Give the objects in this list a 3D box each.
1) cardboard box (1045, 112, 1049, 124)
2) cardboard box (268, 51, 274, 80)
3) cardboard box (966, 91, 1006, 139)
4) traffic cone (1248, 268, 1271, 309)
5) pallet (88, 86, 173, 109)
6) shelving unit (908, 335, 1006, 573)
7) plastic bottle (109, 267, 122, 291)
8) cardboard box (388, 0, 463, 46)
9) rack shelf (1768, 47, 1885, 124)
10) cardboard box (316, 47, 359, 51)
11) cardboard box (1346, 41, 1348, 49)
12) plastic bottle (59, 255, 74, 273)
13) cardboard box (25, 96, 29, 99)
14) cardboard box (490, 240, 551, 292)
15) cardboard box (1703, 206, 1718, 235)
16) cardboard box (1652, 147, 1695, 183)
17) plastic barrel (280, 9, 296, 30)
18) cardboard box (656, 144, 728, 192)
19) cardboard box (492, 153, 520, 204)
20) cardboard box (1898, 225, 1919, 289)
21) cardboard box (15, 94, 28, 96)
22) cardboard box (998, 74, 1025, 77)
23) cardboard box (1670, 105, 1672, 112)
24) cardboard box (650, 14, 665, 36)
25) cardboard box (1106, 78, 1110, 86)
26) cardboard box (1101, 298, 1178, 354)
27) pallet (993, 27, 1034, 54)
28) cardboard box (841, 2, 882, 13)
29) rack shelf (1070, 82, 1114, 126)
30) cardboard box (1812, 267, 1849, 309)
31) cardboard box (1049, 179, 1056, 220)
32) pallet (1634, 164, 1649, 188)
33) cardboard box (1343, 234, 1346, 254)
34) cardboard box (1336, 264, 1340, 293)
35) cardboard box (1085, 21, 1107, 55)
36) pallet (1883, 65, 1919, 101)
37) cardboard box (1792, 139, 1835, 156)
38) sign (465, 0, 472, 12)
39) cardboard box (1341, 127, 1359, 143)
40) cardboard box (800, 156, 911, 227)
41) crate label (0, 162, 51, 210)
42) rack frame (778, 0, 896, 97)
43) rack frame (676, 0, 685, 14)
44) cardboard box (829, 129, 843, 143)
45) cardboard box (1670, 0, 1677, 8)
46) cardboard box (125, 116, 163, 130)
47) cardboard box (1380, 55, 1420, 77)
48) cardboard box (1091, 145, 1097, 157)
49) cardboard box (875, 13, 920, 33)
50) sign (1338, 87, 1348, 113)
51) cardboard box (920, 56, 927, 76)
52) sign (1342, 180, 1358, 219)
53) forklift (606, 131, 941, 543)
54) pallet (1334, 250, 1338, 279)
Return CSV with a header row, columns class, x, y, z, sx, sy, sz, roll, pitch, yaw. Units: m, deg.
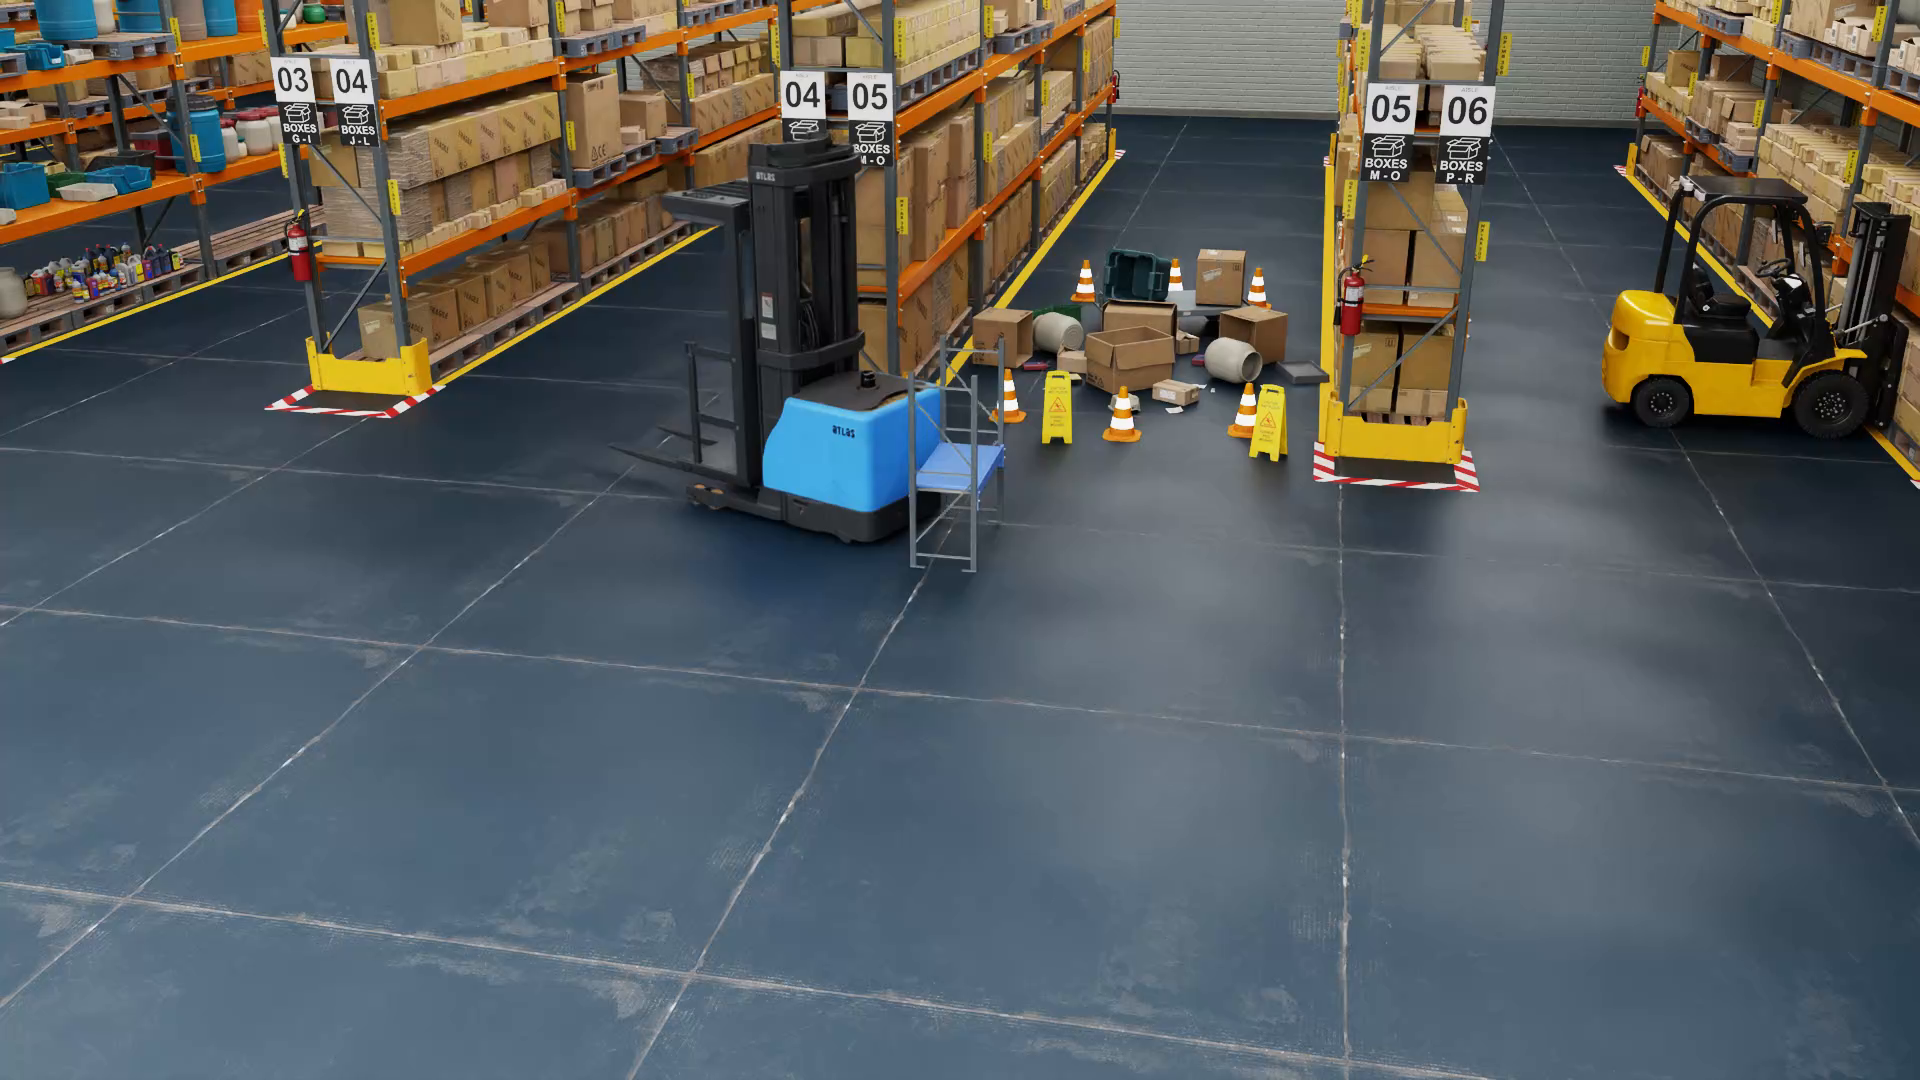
class,x,y,z,sx,sy,sz,roll,pitch,yaw
cardboard box,1.032,-5.917,23.304,0.380,0.149,0.250,5,23,13
cardboard box,-12.559,-8.611,30.087,0.500,0.500,0.500,4,22,11
cardboard box,0.170,-5.182,20.232,0.700,0.500,0.500,4,22,10
traffic cone,3.513,-2.975,19.621,0.336,0.463,0.334,4,22,11
pallet,-13.560,-7.189,26.945,1.003,0.211,1.213,4,22,11
shelving unit,-0.013,-0.664,12.494,0.538,1.500,1.048,5,22,11
plastic bottle,-9.929,-3.075,19.538,0.097,0.271,0.097,0,22,0
cardboard box,-5.320,-5.214,16.568,0.500,0.500,0.500,4,22,11
rack shelf,9.899,-5.003,18.210,1.077,0.370,4.000,4,22,11
cardboard box,-6.020,-4.711,16.187,0.380,0.149,0.250,3,22,9
cardboard box,6.014,-7.465,25.034,0.380,0.149,0.250,4,22,10
plastic bottle,-10.616,-3.212,19.770,0.144,0.351,0.185,4,22,10
cardboard box,-17.378,-8.309,31.386,0.380,0.149,0.250,4,22,9
cardboard box,-5.192,-3.239,19.664,0.500,0.500,0.500,4,22,9
cardboard box,10.487,-4.449,22.668,0.500,0.500,0.500,4,22,9
cardboard box,11.303,-5.926,26.338,0.500,0.500,0.500,5,22,12
plastic barrel,-9.135,-7.032,22.468,0.301,0.262,0.301,0,22,0
cardboard box,-4.094,-5.270,24.205,1.225,0.875,0.875,3,22,8
cardboard box,-5.363,-4.001,18.240,0.875,0.500,0.500,4,22,11
cardboard box,8.829,-2.559,15.058,0.500,0.500,0.500,5,22,11
cardboard box,-17.746,-8.351,31.489,0.380,0.149,0.250,5,22,11
cardboard box,0.760,-6.907,24.966,0.380,0.149,0.250,5,22,11
cardboard box,11.273,-6.722,25.866,0.380,0.149,0.250,4,22,11
cardboard box,-4.200,-6.756,21.800,0.500,0.250,0.500,4,22,11
cardboard box,2.423,-8.063,29.195,0.380,0.149,0.250,4,22,11
cardboard box,1.877,-2.211,17.489,0.797,0.637,0.503,4,22,11
pallet,0.275,-6.050,20.097,1.003,0.211,1.213,6,23,13
cardboard box,-0.953,-5.154,16.194,0.380,0.149,0.250,4,22,11
rack shelf,1.804,-7.255,27.816,1.077,0.370,4.000,4,22,11
cardboard box,9.586,-2.499,17.661,0.875,0.625,0.625,5,23,13
cardboard box,1.073,-4.853,23.673,0.500,0.500,0.500,5,22,12
pallet,11.762,-5.990,27.444,1.003,0.211,1.213,4,22,11
cardboard box,3.982,-2.917,16.417,0.380,0.149,0.250,5,22,11
cardboard box,4.878,-3.022,19.298,0.950,0.372,0.625,6,23,14
cardboard box,2.162,-8.406,27.840,0.500,0.500,0.500,6,23,14
pallet,9.342,-4.251,15.496,1.003,0.211,1.213,4,22,11
cardboard box,9.700,-4.458,18.904,0.380,0.149,0.250,5,22,12
sign,-5.615,-6.202,19.003,0.100,0.325,0.005,4,22,11
cardboard box,4.074,-3.728,16.226,0.700,0.500,0.500,4,22,10
cardboard box,-0.939,-3.172,15.068,0.875,0.550,0.550,4,22,11
crate label,-10.625,-3.972,18.653,0.502,0.435,0.616,4,22,11
rack frame,-1.052,-5.252,13.848,1.000,3.000,0.127,4,22,11
rack frame,-4.255,-8.592,22.143,1.000,3.000,0.127,4,22,11
cardboard box,-2.675,-7.705,30.251,0.875,0.875,0.875,4,22,11
cardboard box,11.352,-8.409,26.039,0.380,0.149,0.250,4,22,11
cardboard box,-13.677,-6.897,27.718,0.500,0.250,0.500,5,22,11
cardboard box,3.685,-4.011,14.051,0.380,0.149,0.250,5,22,12
cardboard box,2.087,-6.540,27.934,0.380,0.149,0.250,5,22,11
cardboard box,-0.569,-4.638,14.912,0.380,0.149,0.250,4,22,10
sign,4.903,-5.632,21.274,0.100,0.325,0.005,4,22,11
cardboard box,-0.514,-4.363,15.298,0.380,0.149,0.250,5,22,11
sign,3.275,-2.862,13.971,0.100,0.325,0.005,4,22,11
forklift,-1.618,-1.748,13.271,3.031,2.935,1.130,15,26,32
pallet,5.286,-3.475,21.200,1.003,0.211,1.213,4,22,11
